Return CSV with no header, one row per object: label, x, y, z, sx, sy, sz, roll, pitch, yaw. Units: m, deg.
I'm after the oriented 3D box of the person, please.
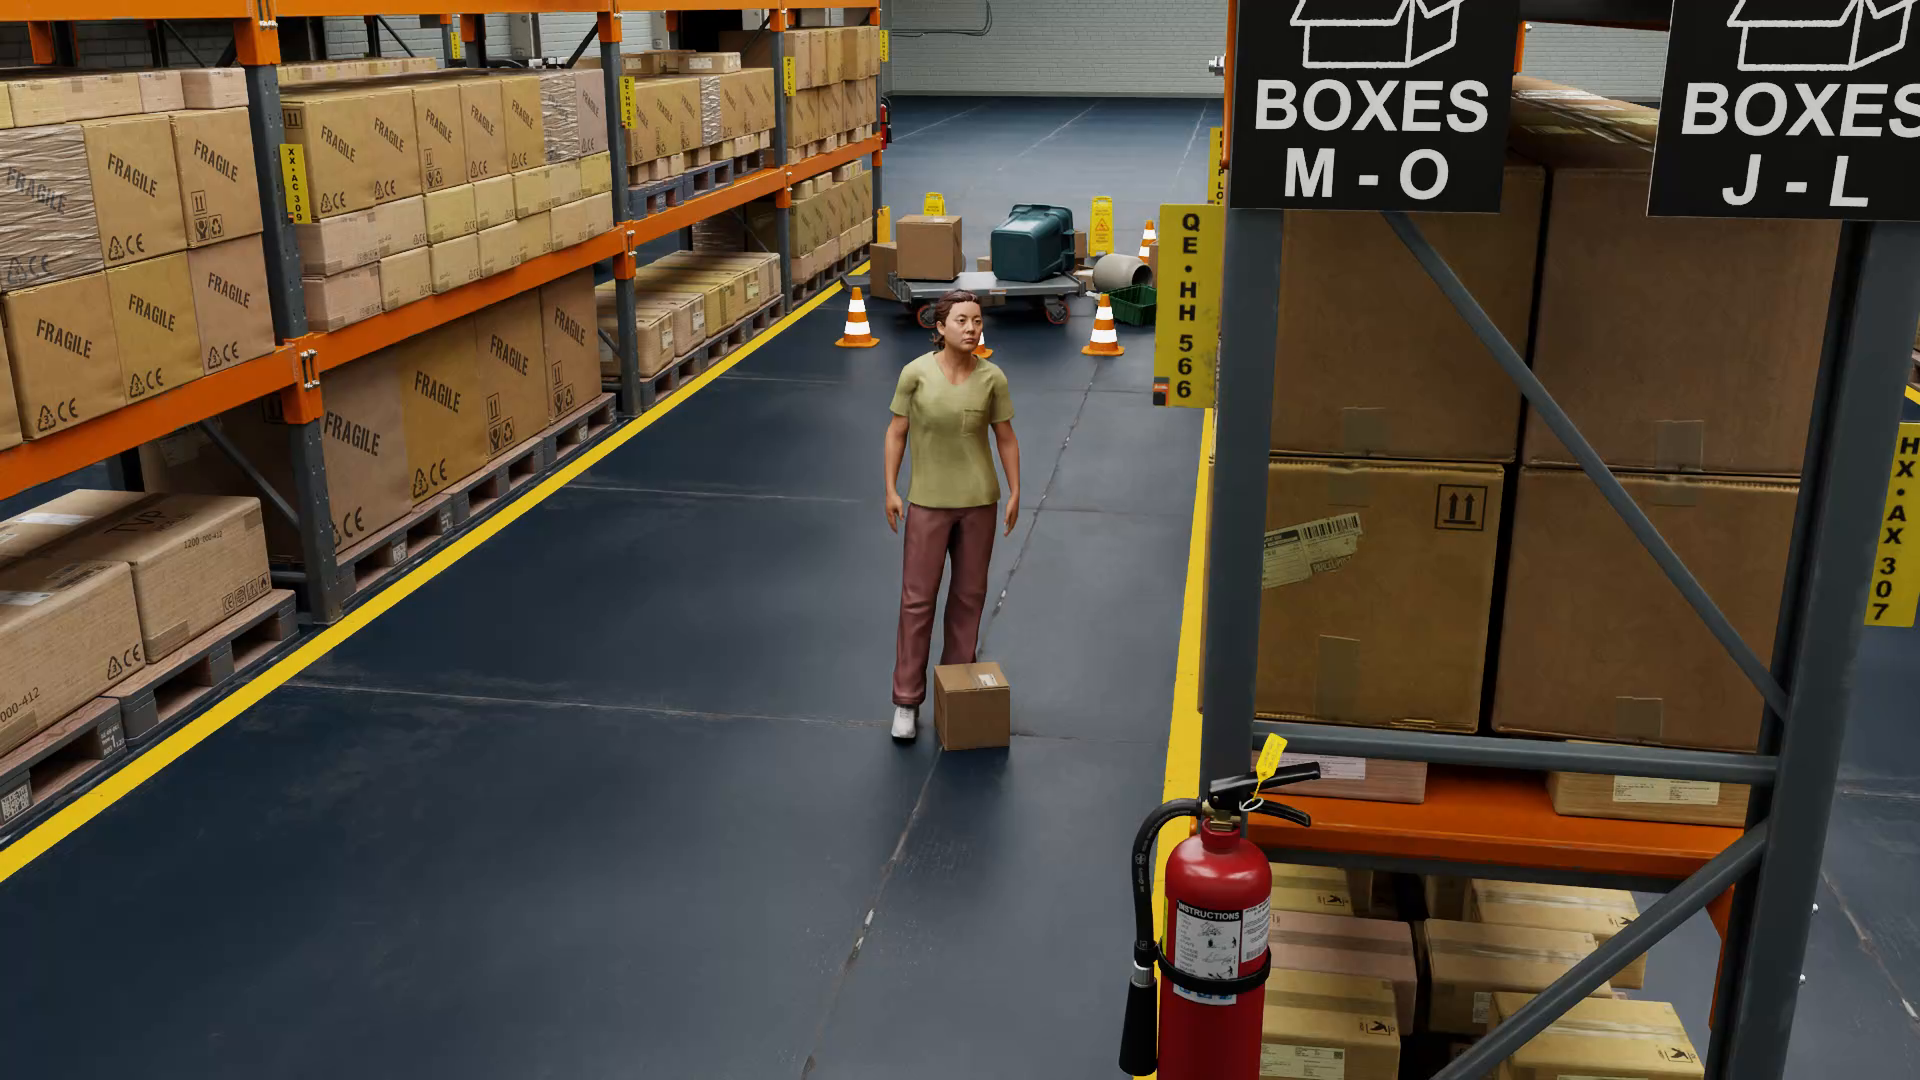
person,-0.023,-0.112,6.372,0.555,1.674,0.548,-3,18,-9
